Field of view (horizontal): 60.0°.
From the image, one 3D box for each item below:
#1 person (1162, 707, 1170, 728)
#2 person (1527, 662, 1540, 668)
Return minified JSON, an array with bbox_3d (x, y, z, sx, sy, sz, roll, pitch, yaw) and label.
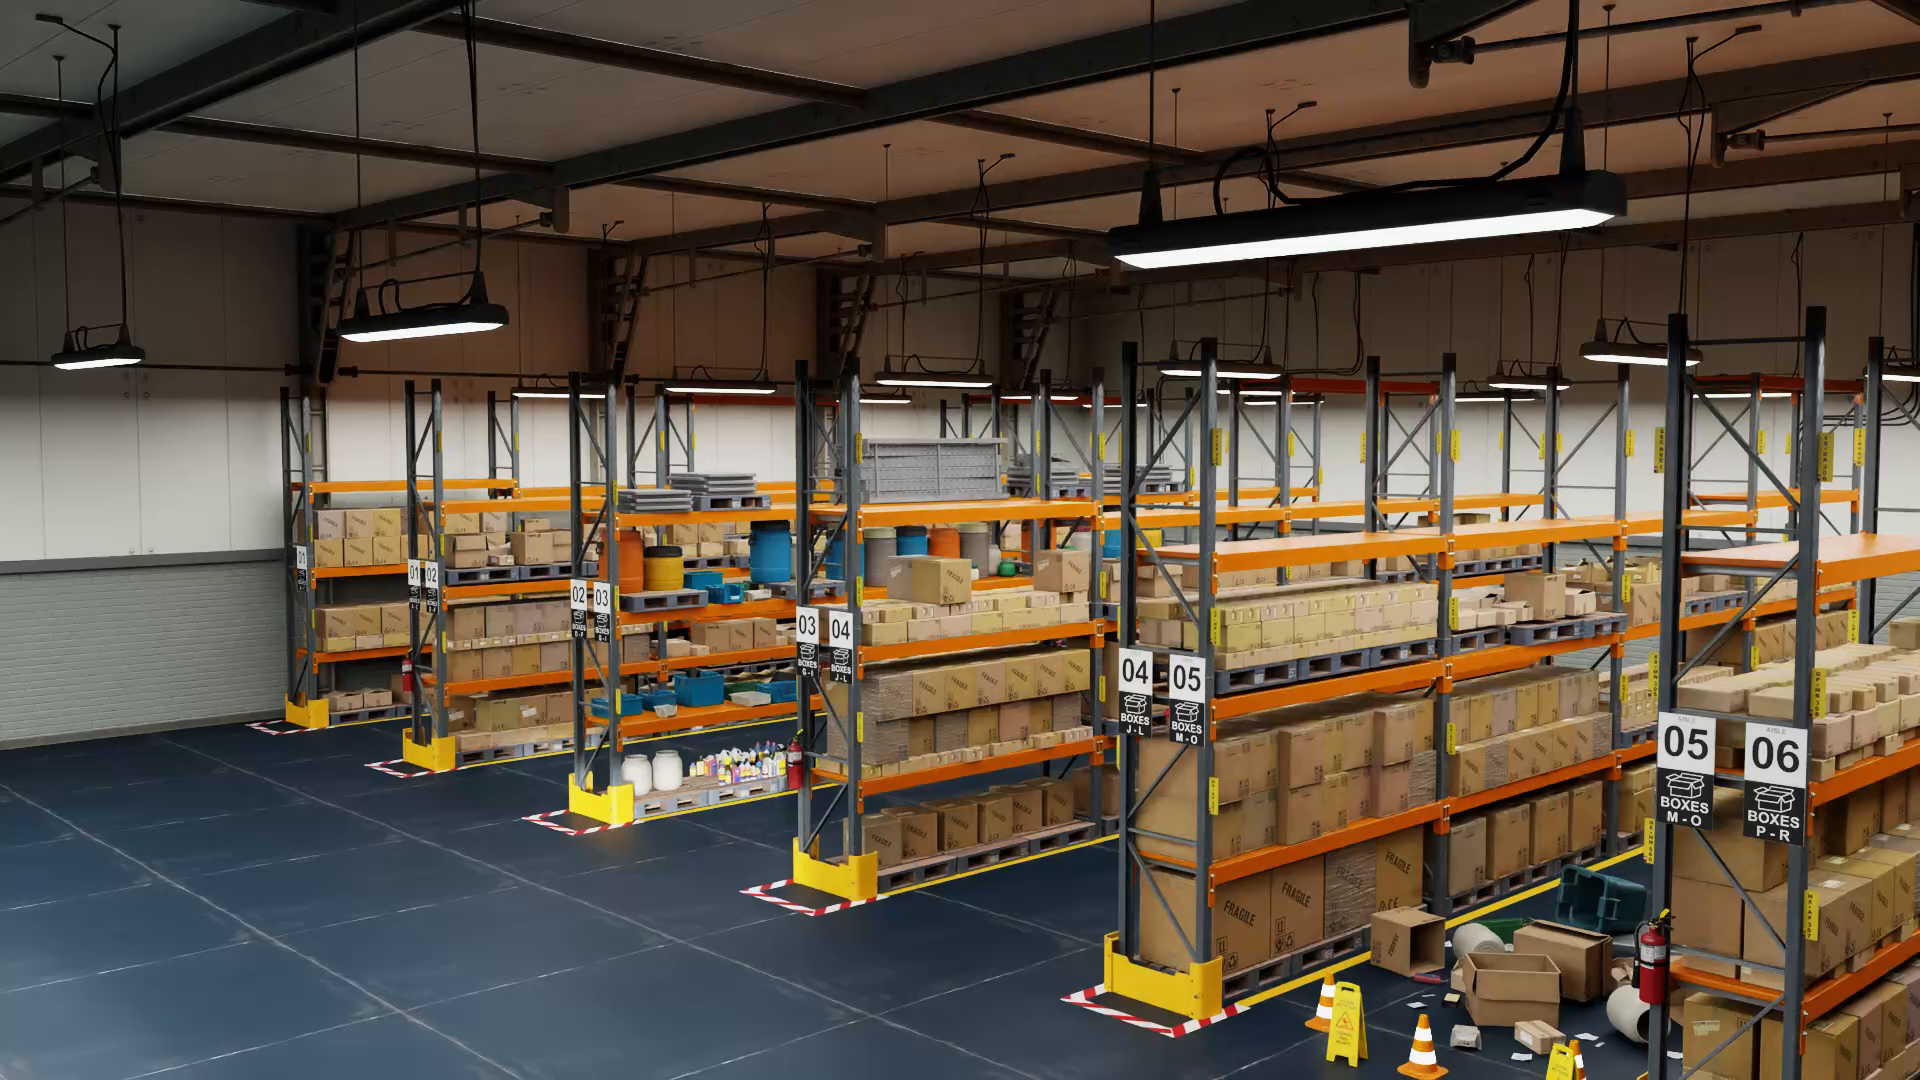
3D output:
[{"bbox_3d":[2.665,2.943,20.638,0.484,1.790,0.625,1,4,19],"label":"person"},{"bbox_3d":[8.959,2.704,26.080,0.480,1.600,0.382,-1,4,-21],"label":"person"}]
